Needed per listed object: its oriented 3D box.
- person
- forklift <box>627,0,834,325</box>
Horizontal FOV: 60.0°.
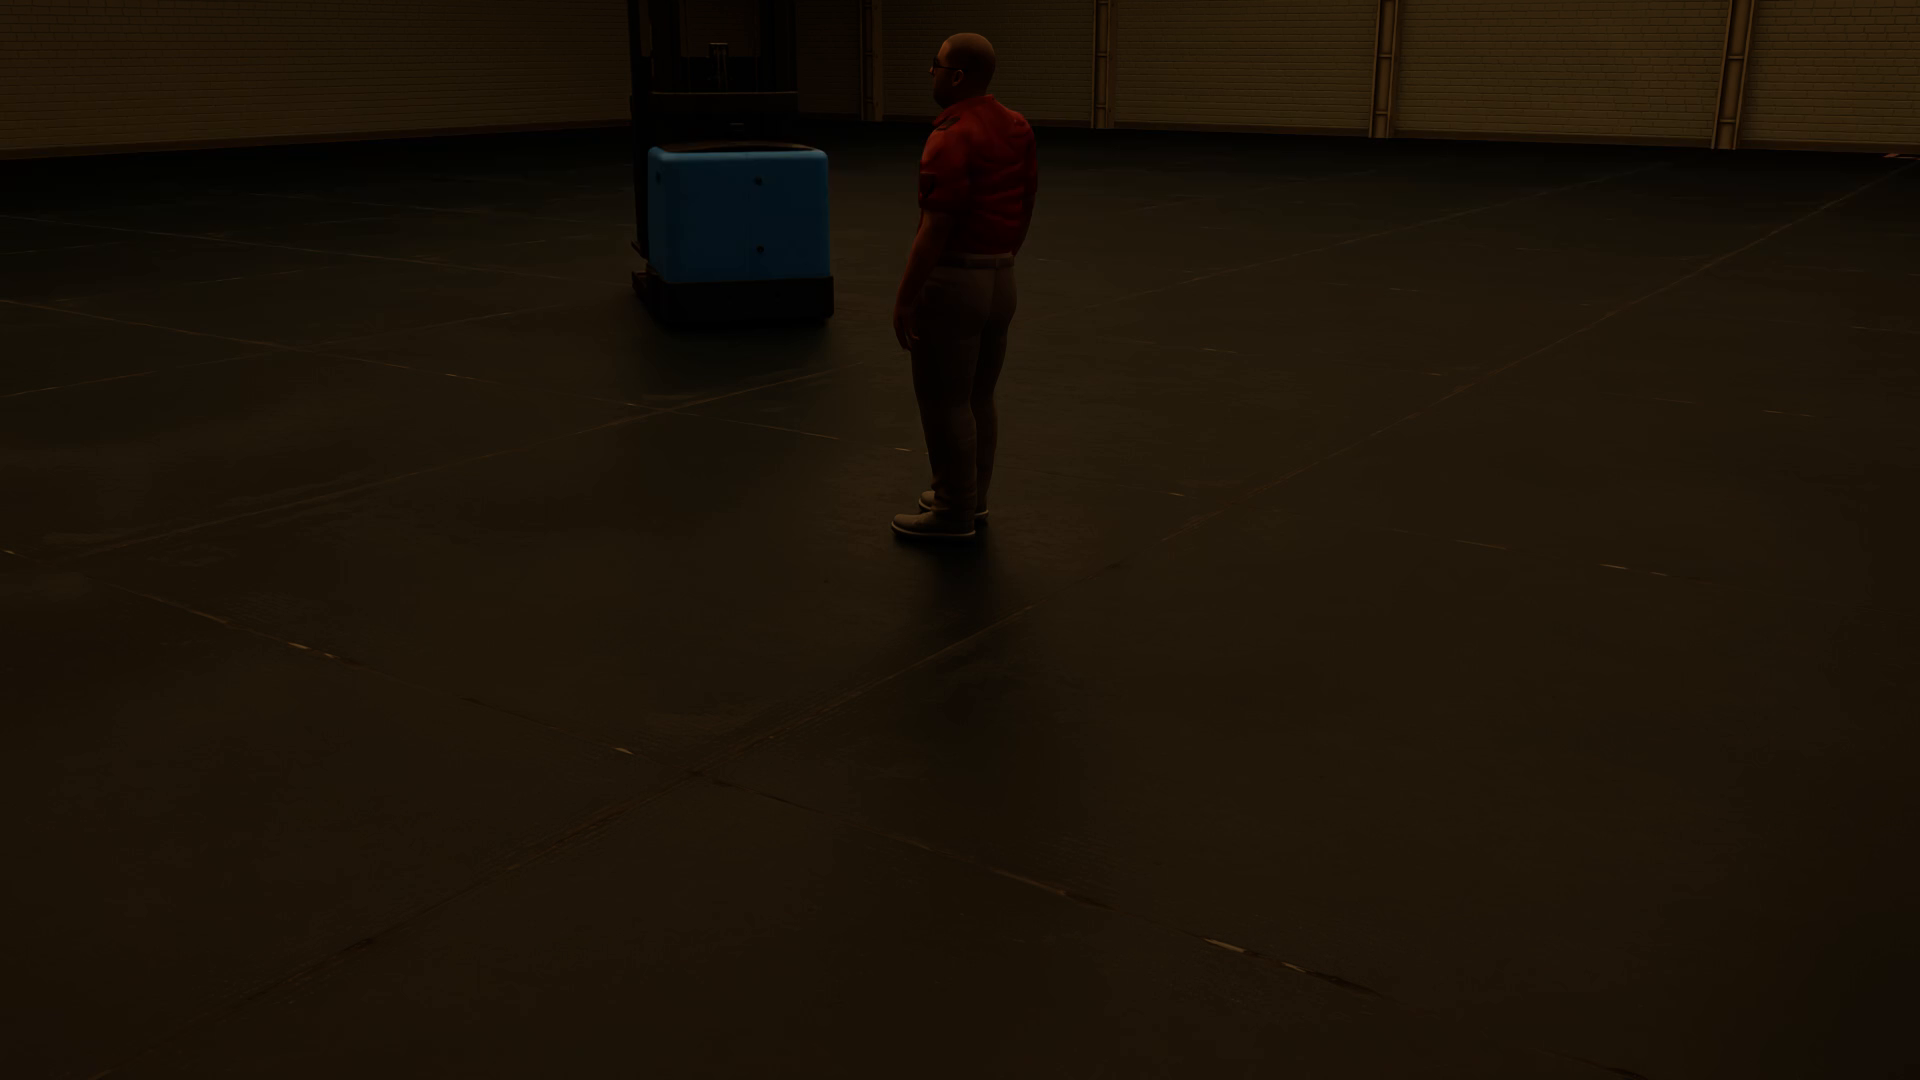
[{"bbox_3d":[-0.067,-0.852,5.757,0.551,1.727,0.640,11,20,33],"label":"person"},{"bbox_3d":[-1.692,-3.111,11.237,1.130,2.935,3.031,-5,17,-15],"label":"forklift"}]
